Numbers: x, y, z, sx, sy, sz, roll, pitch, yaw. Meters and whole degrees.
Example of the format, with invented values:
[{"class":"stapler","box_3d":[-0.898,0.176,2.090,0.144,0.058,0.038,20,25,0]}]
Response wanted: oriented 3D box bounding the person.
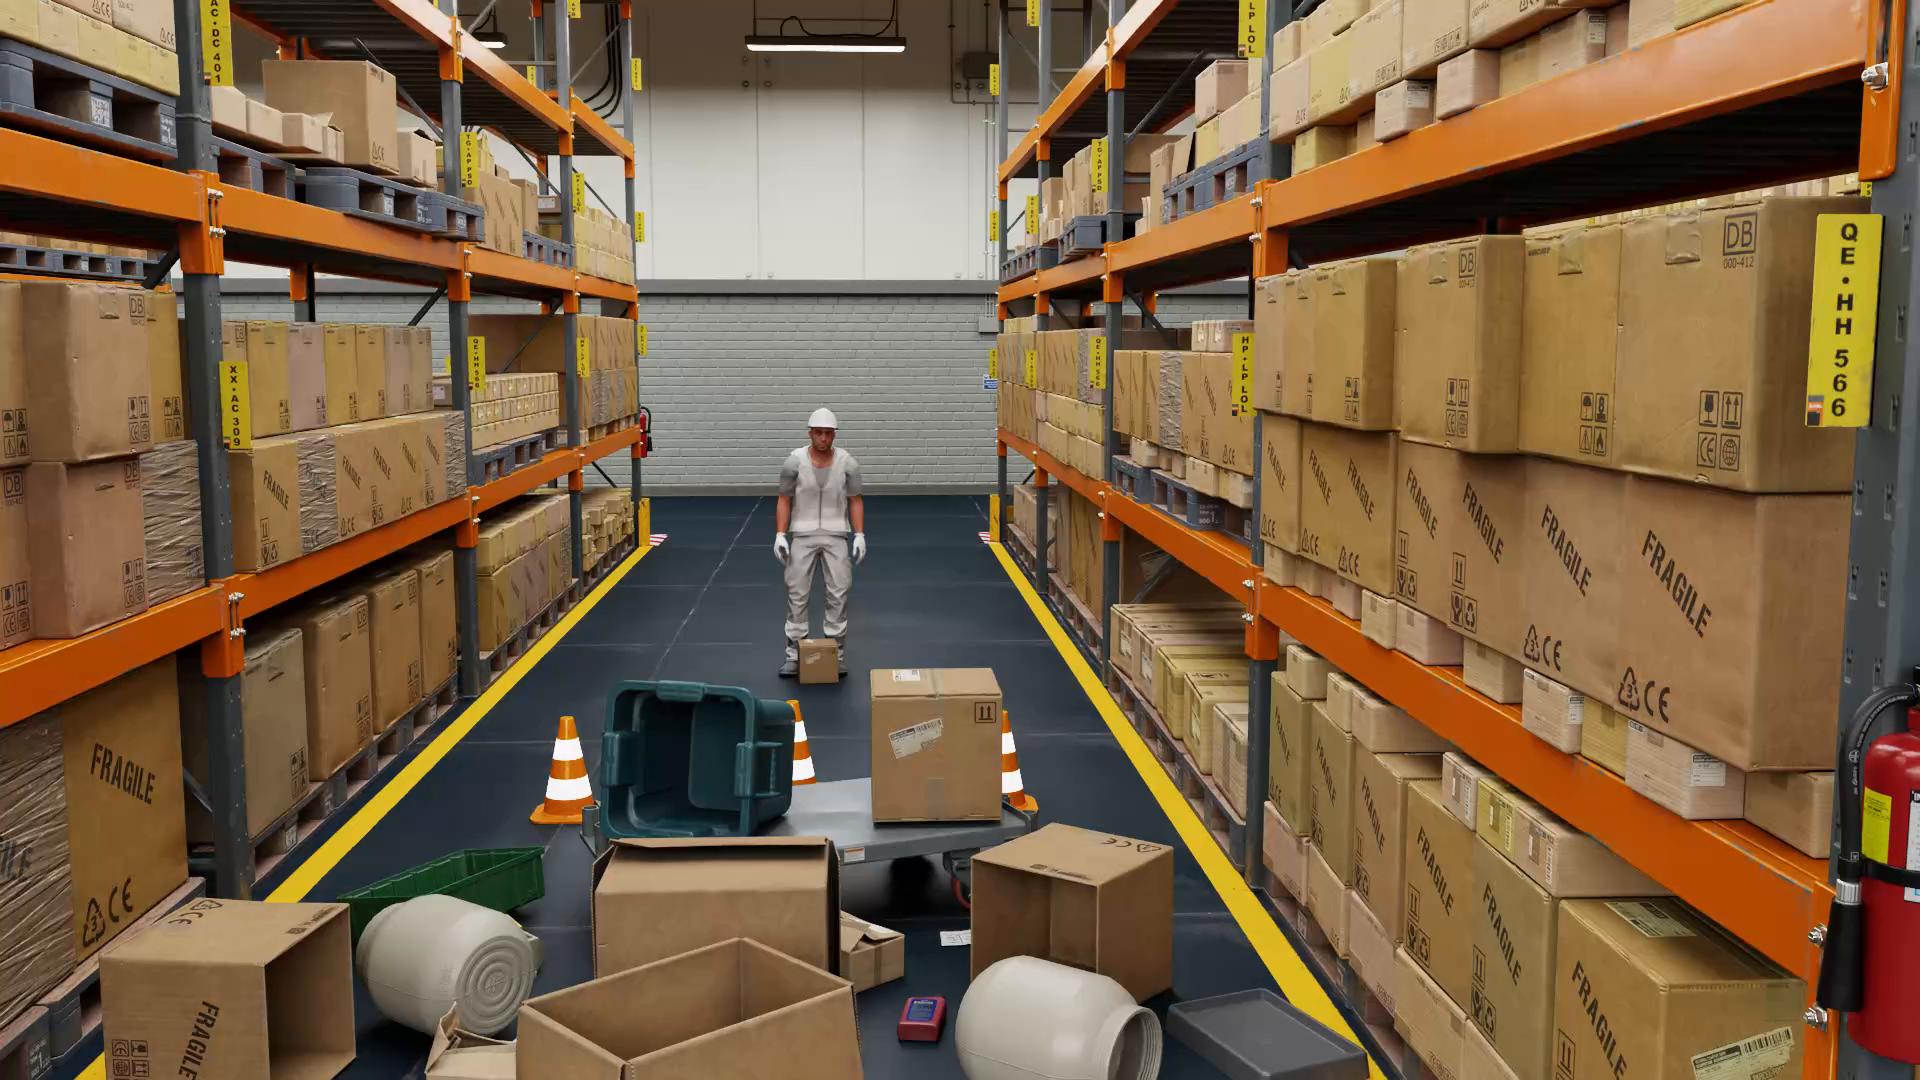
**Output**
[{"class":"person","box_3d":[-12.786,1.120,1.926,26.309,1.734,16.022,-1,7,-7]}]
